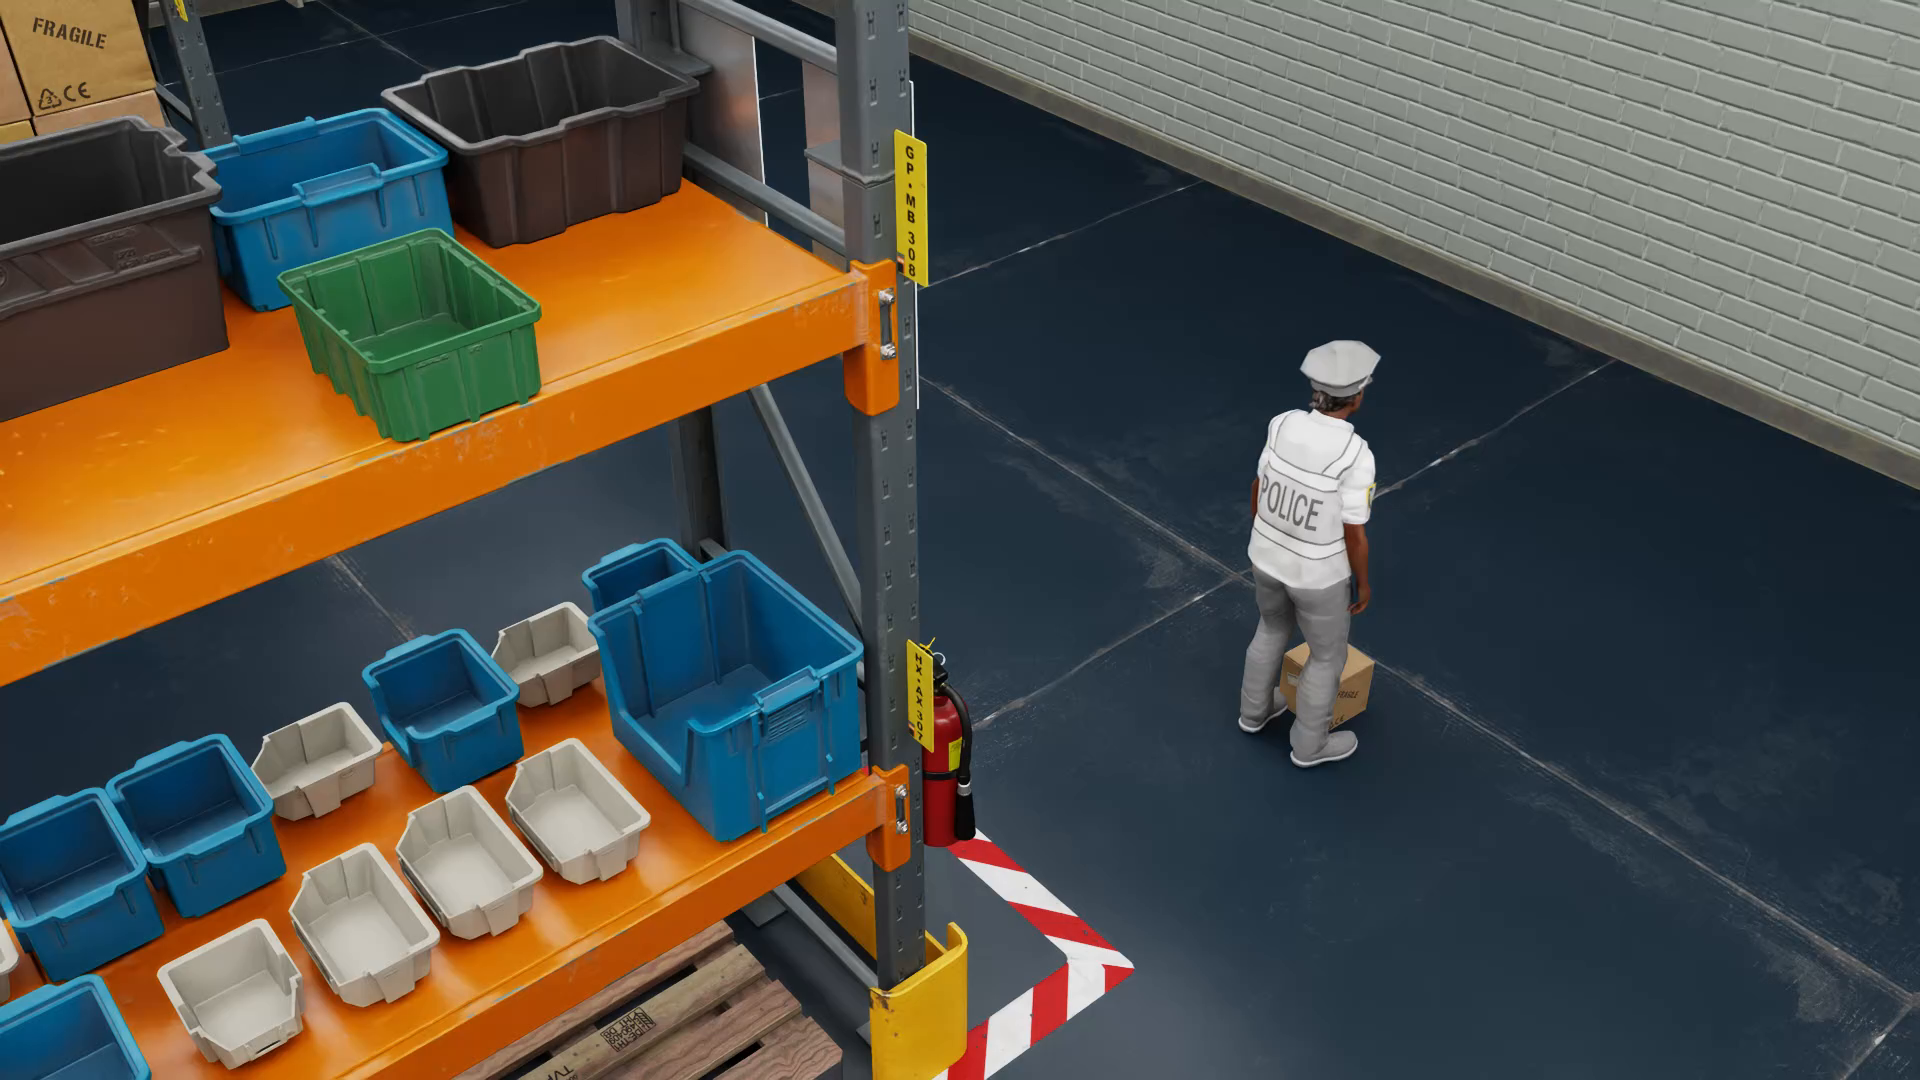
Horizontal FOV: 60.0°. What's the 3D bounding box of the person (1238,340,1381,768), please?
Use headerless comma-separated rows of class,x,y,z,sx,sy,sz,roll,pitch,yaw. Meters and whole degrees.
person,1.268,0.082,6.033,0.393,1.662,0.527,-28,45,-33
